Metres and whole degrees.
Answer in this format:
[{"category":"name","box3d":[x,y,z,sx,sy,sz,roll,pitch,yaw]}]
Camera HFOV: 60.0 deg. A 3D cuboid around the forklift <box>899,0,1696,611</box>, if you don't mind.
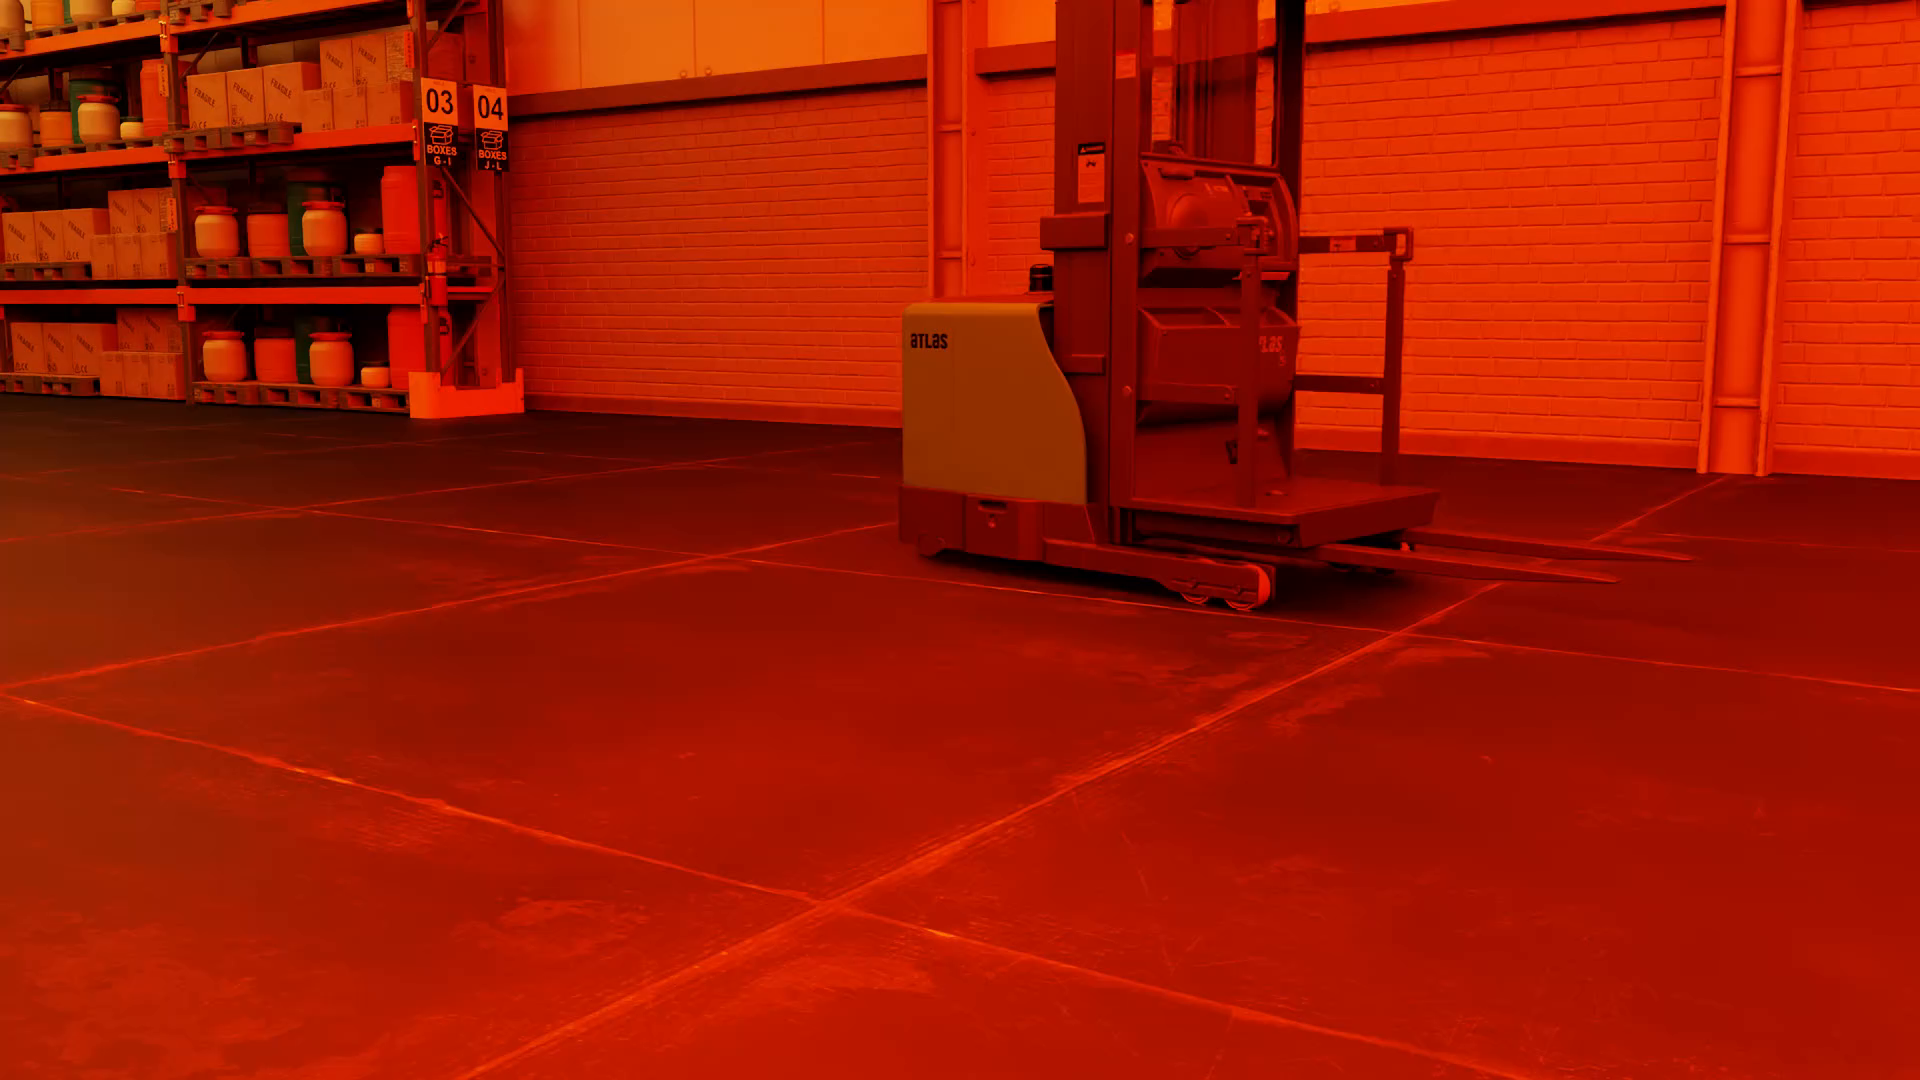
[{"category":"forklift","box3d":[1.153,-1.283,6.215,3.031,2.935,1.130,8,11,43]}]
